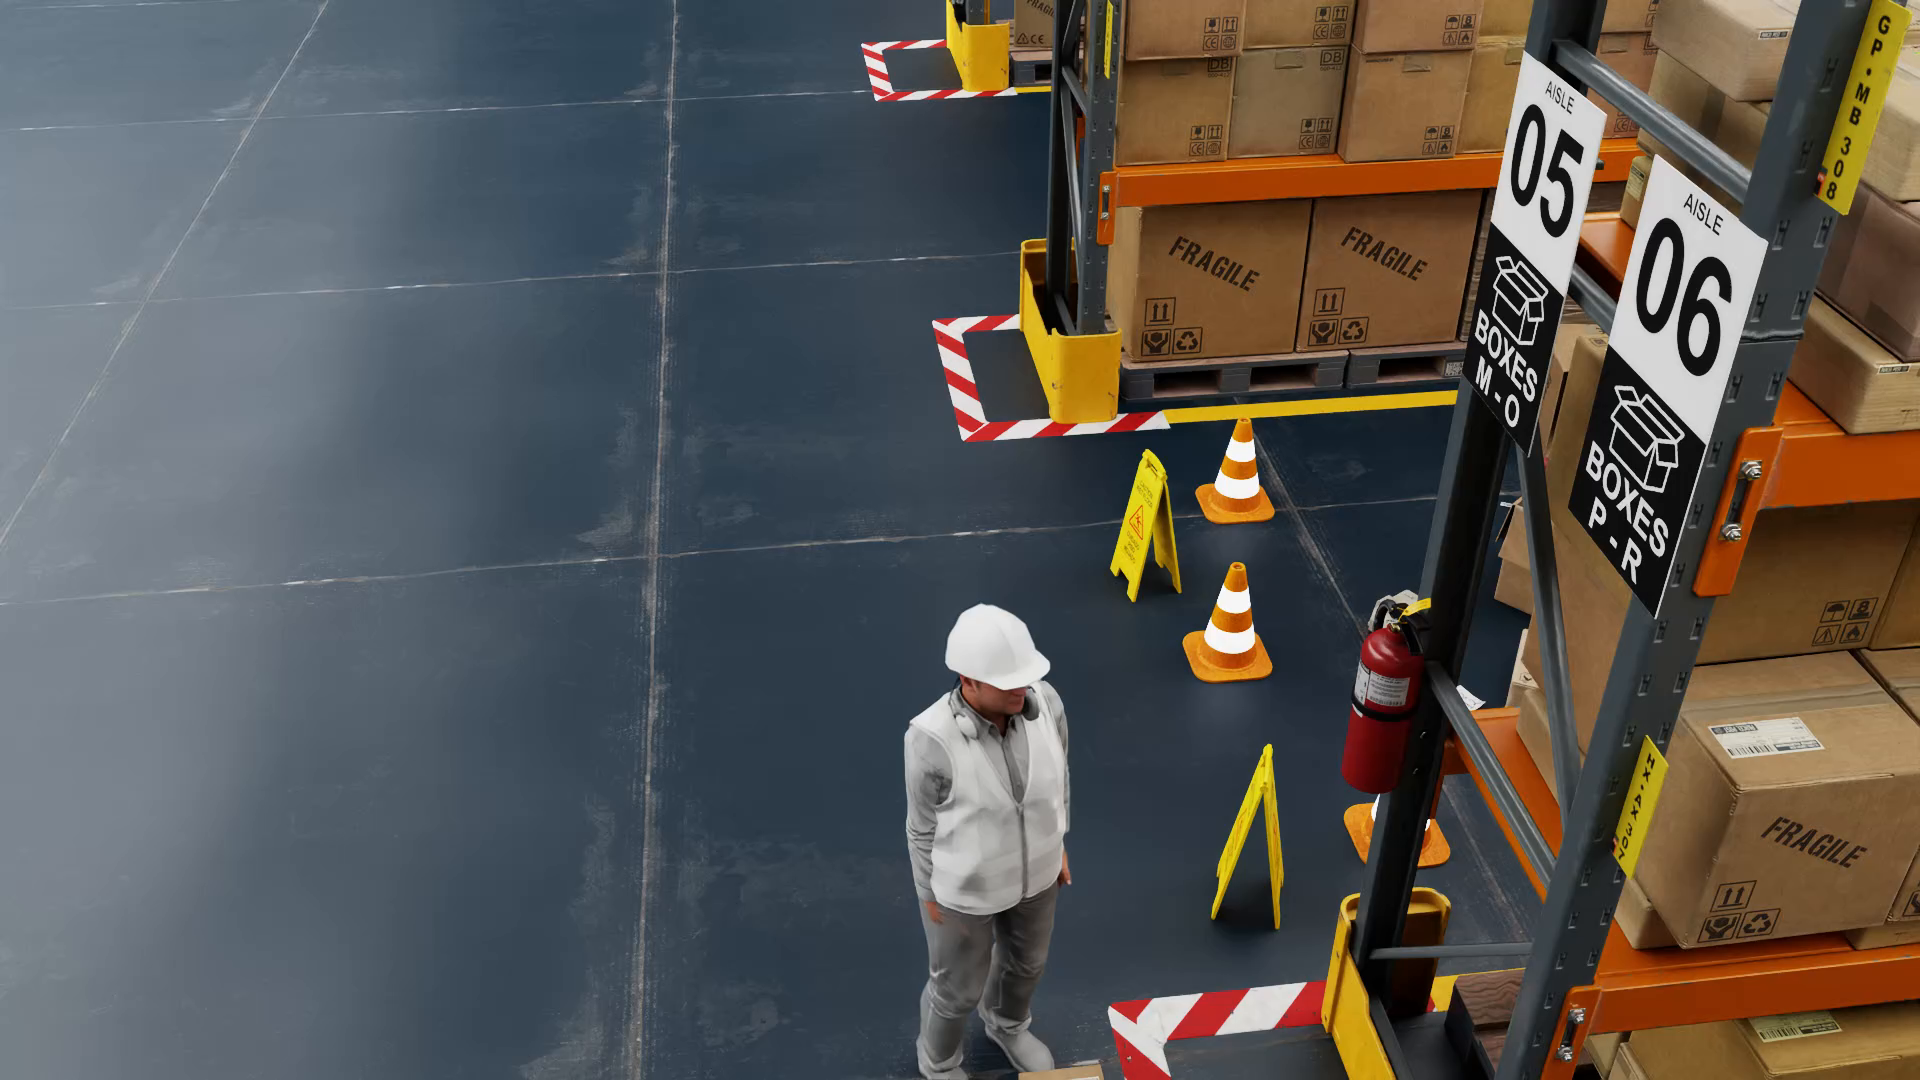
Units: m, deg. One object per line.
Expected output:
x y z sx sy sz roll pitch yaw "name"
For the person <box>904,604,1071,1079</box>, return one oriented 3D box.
0.099 0.935 4.771 0.531 1.774 0.359 -21 40 -27 "person"
